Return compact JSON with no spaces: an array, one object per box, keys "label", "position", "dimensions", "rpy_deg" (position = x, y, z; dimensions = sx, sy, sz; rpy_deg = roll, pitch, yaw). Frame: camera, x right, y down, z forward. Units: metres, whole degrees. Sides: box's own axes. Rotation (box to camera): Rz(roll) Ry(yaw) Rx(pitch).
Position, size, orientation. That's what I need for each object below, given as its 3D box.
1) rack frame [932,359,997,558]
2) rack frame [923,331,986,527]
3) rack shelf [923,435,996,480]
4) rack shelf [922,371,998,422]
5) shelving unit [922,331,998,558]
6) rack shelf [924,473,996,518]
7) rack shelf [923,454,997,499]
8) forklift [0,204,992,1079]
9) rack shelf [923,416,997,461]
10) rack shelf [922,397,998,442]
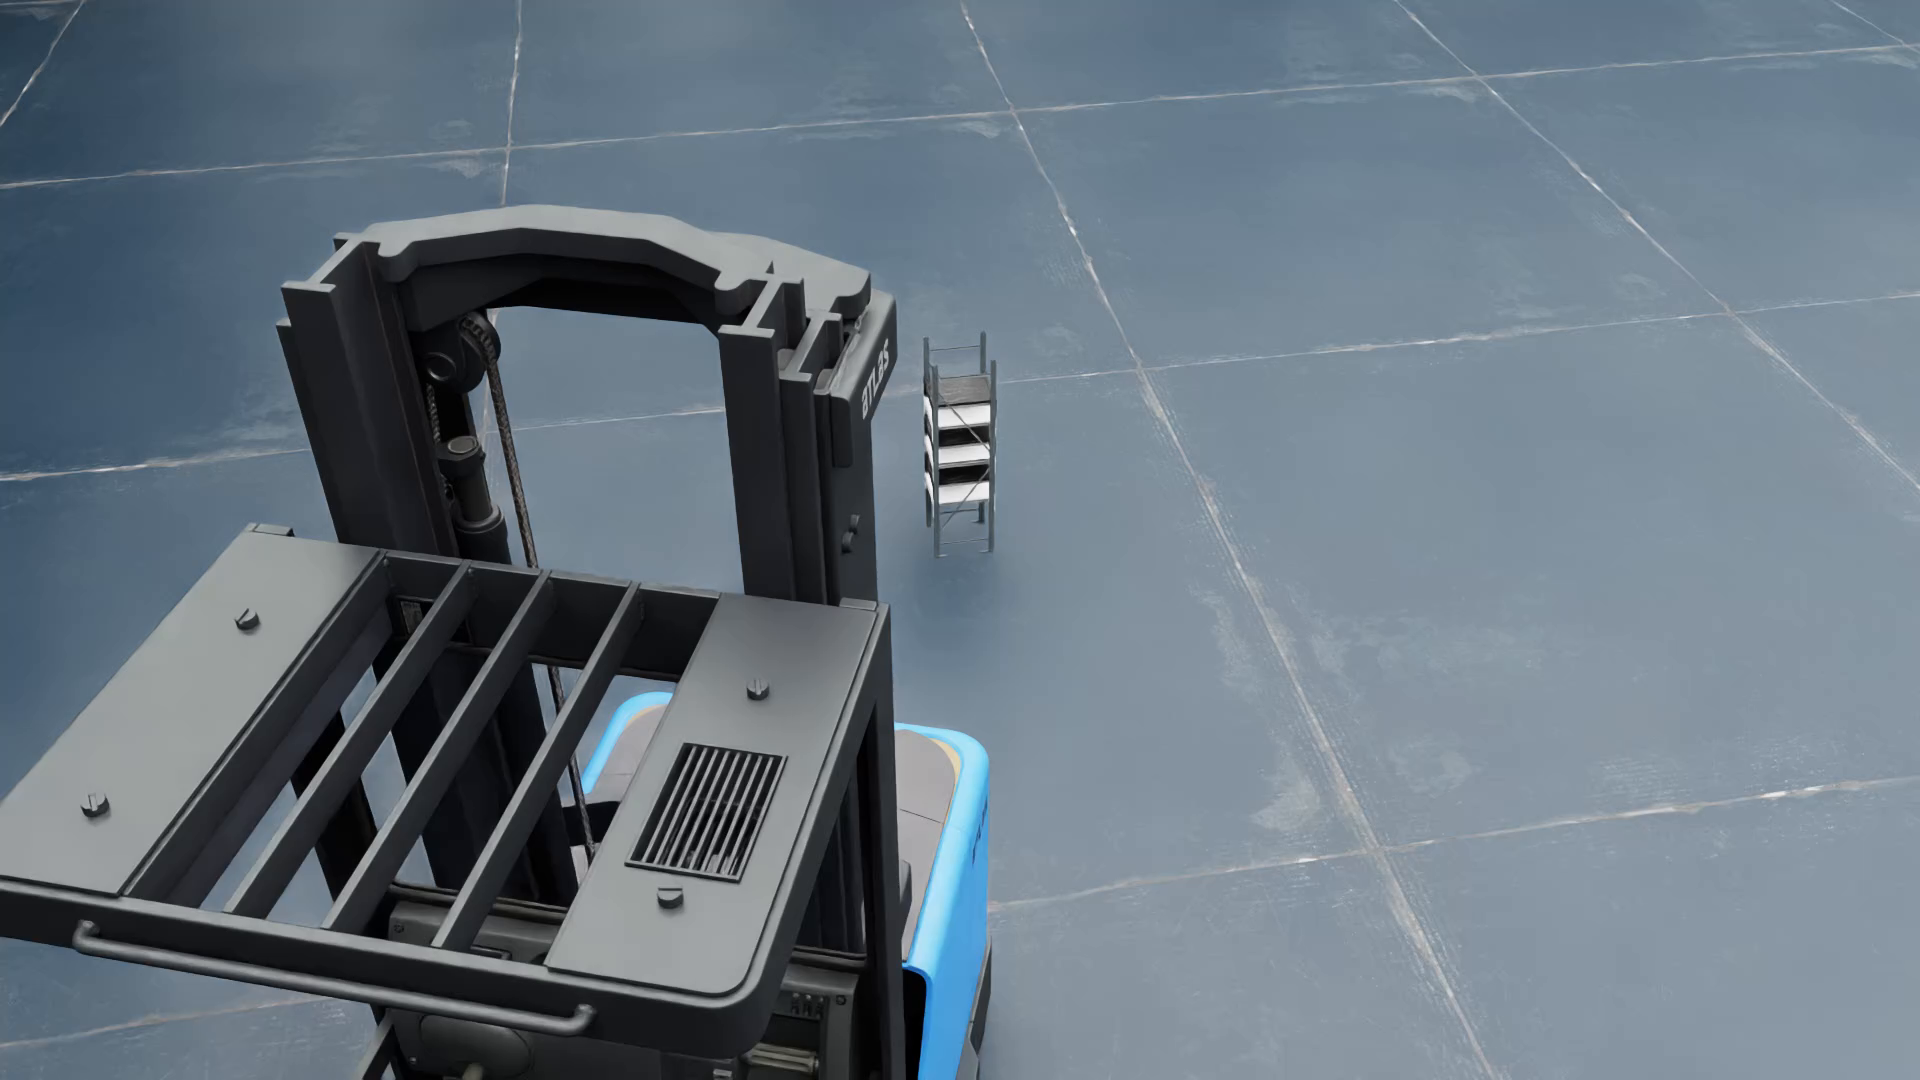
[{"label":"rack frame","position":[0.016,-0.299,6.401],"dimensions":[0.240,0.900,0.006],"rpy_deg":[-6,38,-8]},{"label":"rack frame","position":[-0.019,-0.422,6.559],"dimensions":[0.240,0.900,0.006],"rpy_deg":[-6,38,-8]},{"label":"rack shelf","position":[-0.001,-0.334,6.501],"dimensions":[0.258,0.077,0.200],"rpy_deg":[-6,38,-8]},{"label":"rack shelf","position":[-0.001,-0.547,6.335],"dimensions":[0.258,0.077,0.200],"rpy_deg":[-6,38,-8]},{"label":"shelving unit","position":[-0.001,-0.360,6.480],"dimensions":[0.258,0.900,0.210],"rpy_deg":[-6,38,-8]},{"label":"rack shelf","position":[-0.001,-0.192,6.611],"dimensions":[0.258,0.077,0.200],"rpy_deg":[-6,38,-8]},{"label":"rack shelf","position":[-0.001,-0.263,6.556],"dimensions":[0.258,0.077,0.200],"rpy_deg":[-6,38,-8]},{"label":"forklift","position":[-0.697,1.028,3.037],"dimensions":[1.130,2.935,3.031],"rpy_deg":[7,38,9]},{"label":"rack shelf","position":[-0.001,-0.405,6.445],"dimensions":[0.258,0.077,0.200],"rpy_deg":[-6,38,-8]},{"label":"rack shelf","position":[-0.001,-0.476,6.390],"dimensions":[0.258,0.077,0.200],"rpy_deg":[-6,38,-8]}]
